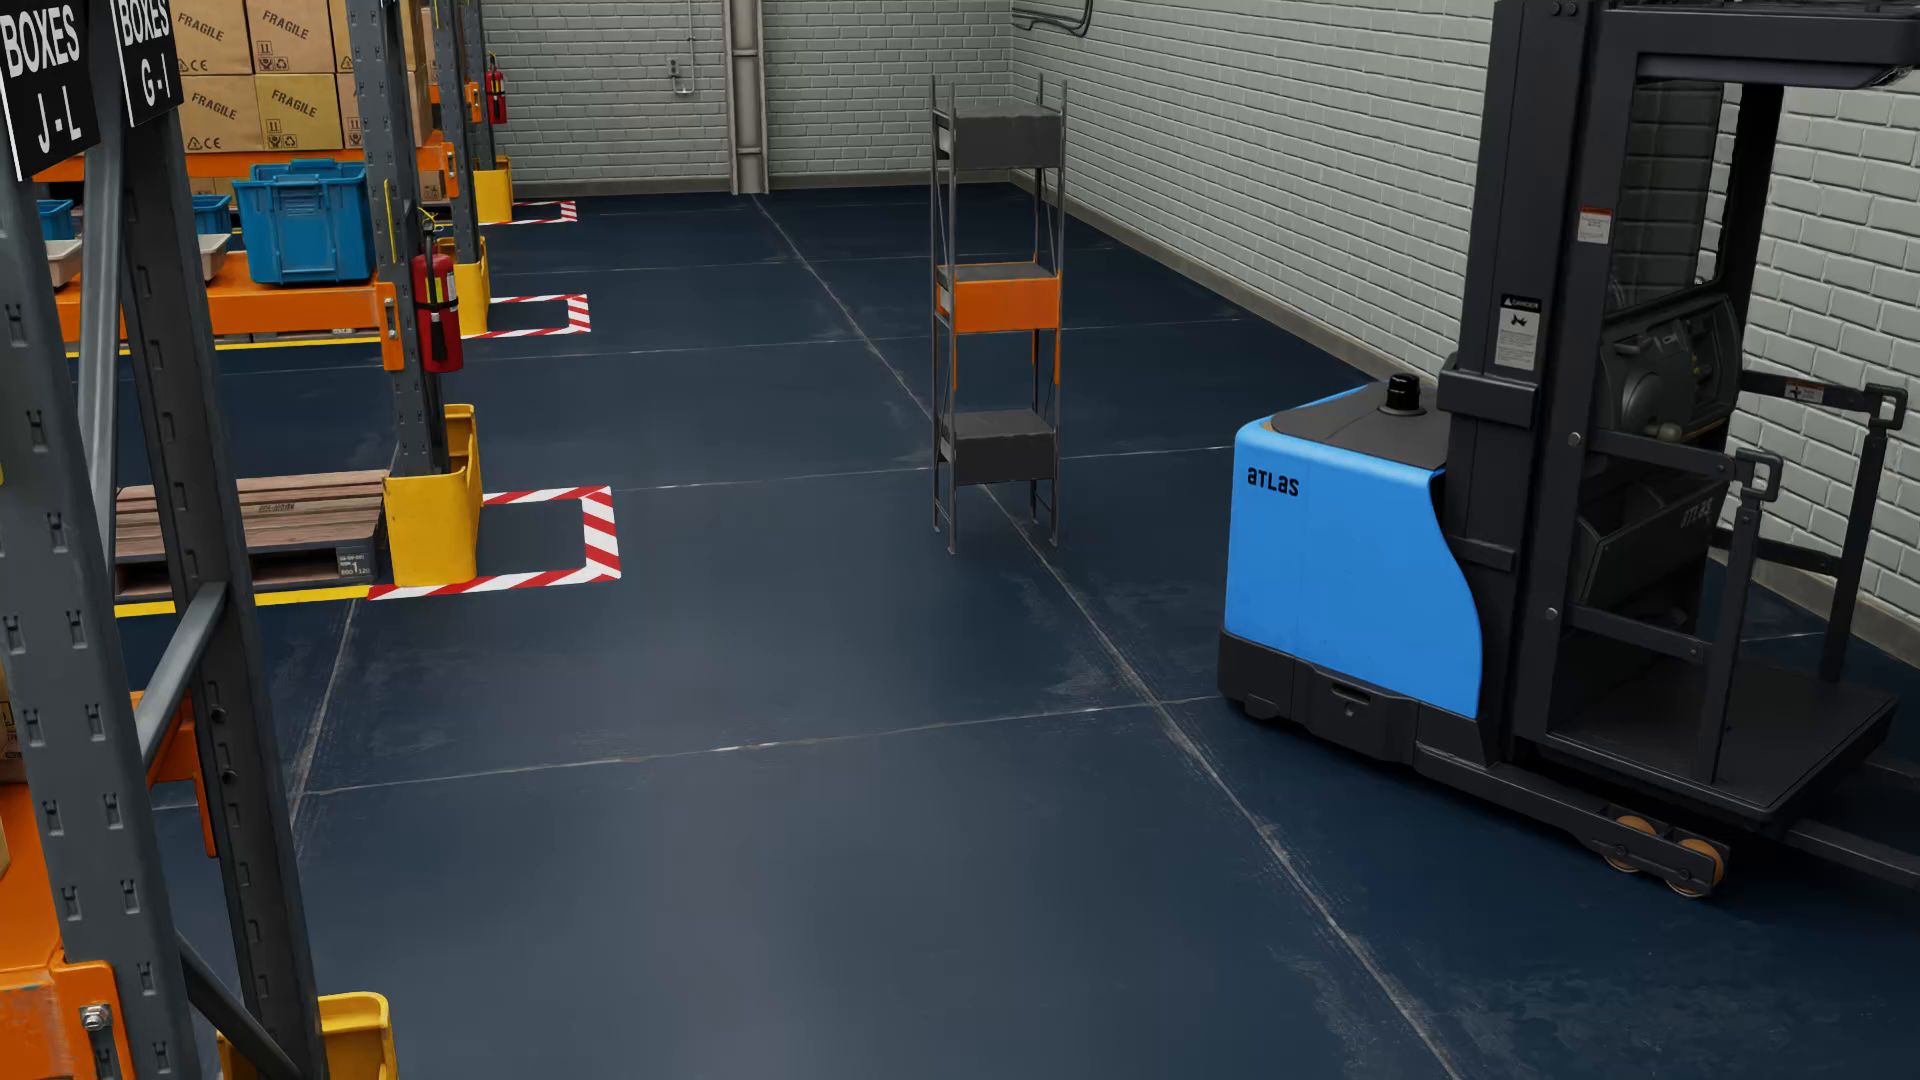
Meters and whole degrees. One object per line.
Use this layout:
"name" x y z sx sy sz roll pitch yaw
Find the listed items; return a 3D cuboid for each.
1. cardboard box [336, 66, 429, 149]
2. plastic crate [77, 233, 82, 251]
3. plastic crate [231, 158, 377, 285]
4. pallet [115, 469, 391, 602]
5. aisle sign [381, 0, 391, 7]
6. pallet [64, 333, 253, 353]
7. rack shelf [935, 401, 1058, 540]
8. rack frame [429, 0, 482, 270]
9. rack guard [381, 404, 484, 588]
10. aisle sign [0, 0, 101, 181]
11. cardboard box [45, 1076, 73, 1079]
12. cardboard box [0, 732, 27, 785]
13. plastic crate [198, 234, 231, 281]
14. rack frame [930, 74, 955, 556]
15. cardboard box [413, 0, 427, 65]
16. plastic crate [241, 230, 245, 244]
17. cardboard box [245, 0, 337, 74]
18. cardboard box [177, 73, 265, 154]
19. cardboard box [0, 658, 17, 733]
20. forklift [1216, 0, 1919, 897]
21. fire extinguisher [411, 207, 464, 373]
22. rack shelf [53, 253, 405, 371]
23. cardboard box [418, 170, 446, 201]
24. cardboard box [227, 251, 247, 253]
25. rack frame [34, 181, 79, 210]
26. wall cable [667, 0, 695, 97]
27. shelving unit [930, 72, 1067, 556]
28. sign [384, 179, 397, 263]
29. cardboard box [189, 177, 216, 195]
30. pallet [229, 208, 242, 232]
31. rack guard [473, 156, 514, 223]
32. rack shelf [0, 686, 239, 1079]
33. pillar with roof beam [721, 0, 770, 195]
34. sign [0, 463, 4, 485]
"cardboard box" -3.961 -2.977 11.435 0.500 0.500 0.500 -4 20 -11
"plastic crate" -3.759 -1.342 7.413 0.298 0.136 0.250 -5 21 -12
"plastic crate" -2.734 -1.354 7.011 0.499 0.435 0.616 -5 21 -12
"pallet" -3.263 -0.037 7.608 1.213 0.211 1.003 -5 21 -12
"aisle sign" -2.314 -2.527 6.571 0.004 0.787 0.394 -5 21 -12
"pallet" -5.622 -1.582 11.828 1.213 0.211 1.003 -5 21 -12
"rack shelf" 0.161 -0.329 7.735 0.480 0.518 0.431 -5 21 -12
"rack frame" -3.588 -3.057 11.798 0.127 3.000 1.000 -5 21 -12
"rack guard" -2.431 -0.231 7.718 0.348 0.500 1.175 -5 21 -12
"aisle sign" -1.173 -0.866 2.039 0.004 0.787 0.394 -5 21 -12
"cardboard box" -1.916 1.138 2.827 0.875 0.875 0.875 -5 21 -12
"cardboard box" -1.733 0.295 3.013 0.250 0.149 0.380 -4 21 -12
"plastic crate" -3.203 -1.177 6.964 0.243 0.136 0.396 -5 21 -12
"rack frame" -0.076 -0.980 7.437 0.015 2.100 0.400 -5 21 -12
"cardboard box" -4.080 -3.626 11.754 0.500 0.500 0.500 -4 20 -11
"plastic crate" -3.099 -1.396 7.560 0.298 0.136 0.250 -5 21 -12
"cardboard box" -4.449 -3.405 11.151 0.500 0.500 0.500 -4 21 -11
"cardboard box" -4.952 -2.897 11.217 0.500 0.500 0.500 -4 21 -12
"cardboard box" -1.841 0.138 2.862 0.500 0.250 0.500 -5 21 -14
"forklift" 2.334 -0.519 4.971 1.130 2.935 3.031 -19 27 -41
"fire extinguisher" -2.200 -1.047 6.965 0.183 0.674 0.296 -5 21 -12
"rack shelf" -4.398 -0.902 6.962 4.000 0.370 1.077 -5 21 -12
"cardboard box" -5.389 -3.649 16.439 0.500 0.500 0.700 -5 21 -12
"cardboard box" -5.155 -1.945 12.121 0.500 0.250 0.500 -5 21 -12
"rack frame" -8.624 -4.398 15.459 0.127 3.000 1.000 -5 21 -12
"wall cable" -3.703 -5.609 17.290 1.851 1.984 0.084 -5 21 -12
"shelving unit" 0.161 -0.999 7.489 0.503 2.100 0.431 -5 21 -12
"sign" -2.309 -1.292 6.743 0.005 0.325 0.100 -5 21 -12
"cardboard box" -7.383 -3.485 15.990 0.500 0.500 0.700 -5 21 -13
"pallet" -6.676 -3.220 16.299 1.213 0.211 1.003 -5 21 -12
"rack guard" -4.708 -3.543 16.759 0.348 0.500 1.175 -5 21 -12
"rack shelf" -3.258 0.756 2.436 4.000 0.370 1.077 -5 21 -12
"pillar with roof beam" -1.312 -6.594 12.732 0.400 9.000 9.100 -5 21 -12
"sign" -1.200 -0.212 2.006 0.005 0.325 0.100 -5 21 -12
